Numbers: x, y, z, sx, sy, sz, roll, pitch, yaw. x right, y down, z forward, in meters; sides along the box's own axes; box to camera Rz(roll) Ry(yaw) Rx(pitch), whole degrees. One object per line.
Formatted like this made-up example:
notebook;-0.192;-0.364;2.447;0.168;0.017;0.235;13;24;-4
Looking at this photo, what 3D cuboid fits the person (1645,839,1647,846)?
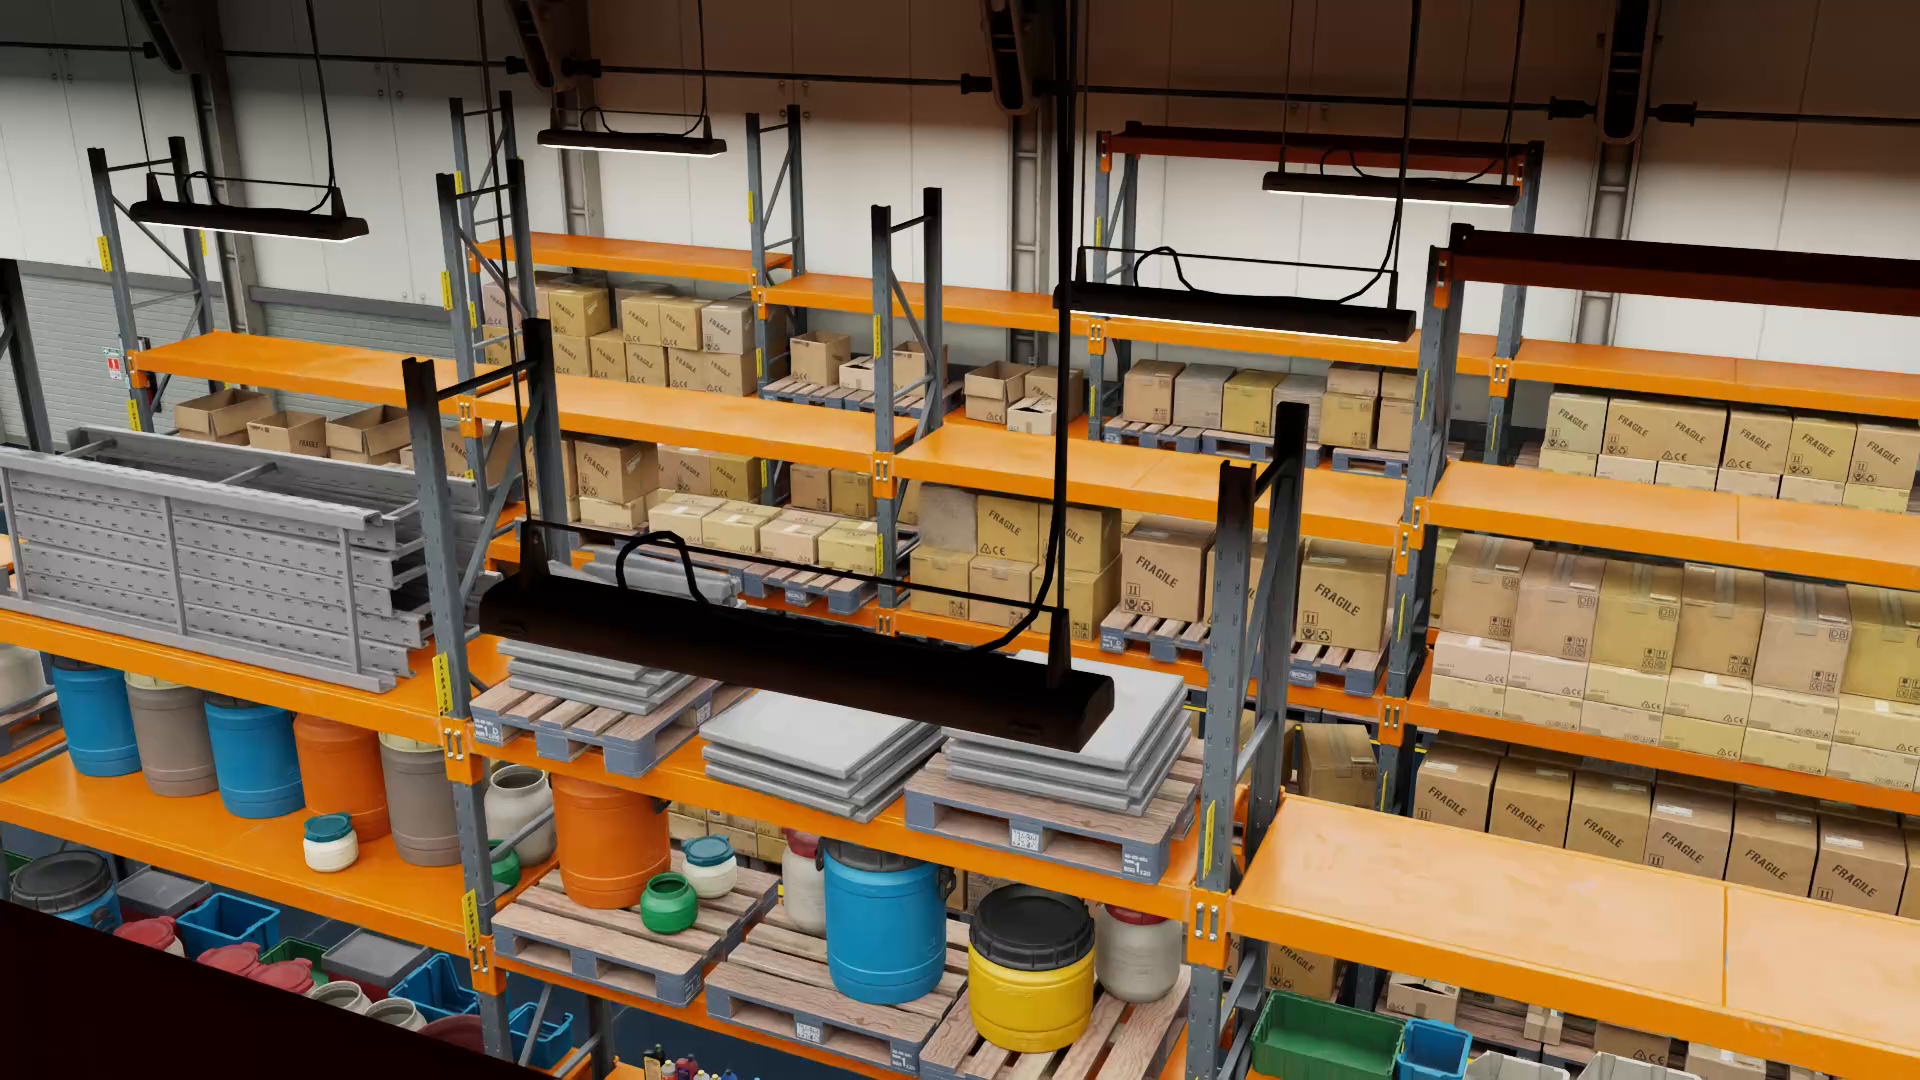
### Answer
person;6.214;2.169;14.399;1.067;1.695;0.630;7;22;17
